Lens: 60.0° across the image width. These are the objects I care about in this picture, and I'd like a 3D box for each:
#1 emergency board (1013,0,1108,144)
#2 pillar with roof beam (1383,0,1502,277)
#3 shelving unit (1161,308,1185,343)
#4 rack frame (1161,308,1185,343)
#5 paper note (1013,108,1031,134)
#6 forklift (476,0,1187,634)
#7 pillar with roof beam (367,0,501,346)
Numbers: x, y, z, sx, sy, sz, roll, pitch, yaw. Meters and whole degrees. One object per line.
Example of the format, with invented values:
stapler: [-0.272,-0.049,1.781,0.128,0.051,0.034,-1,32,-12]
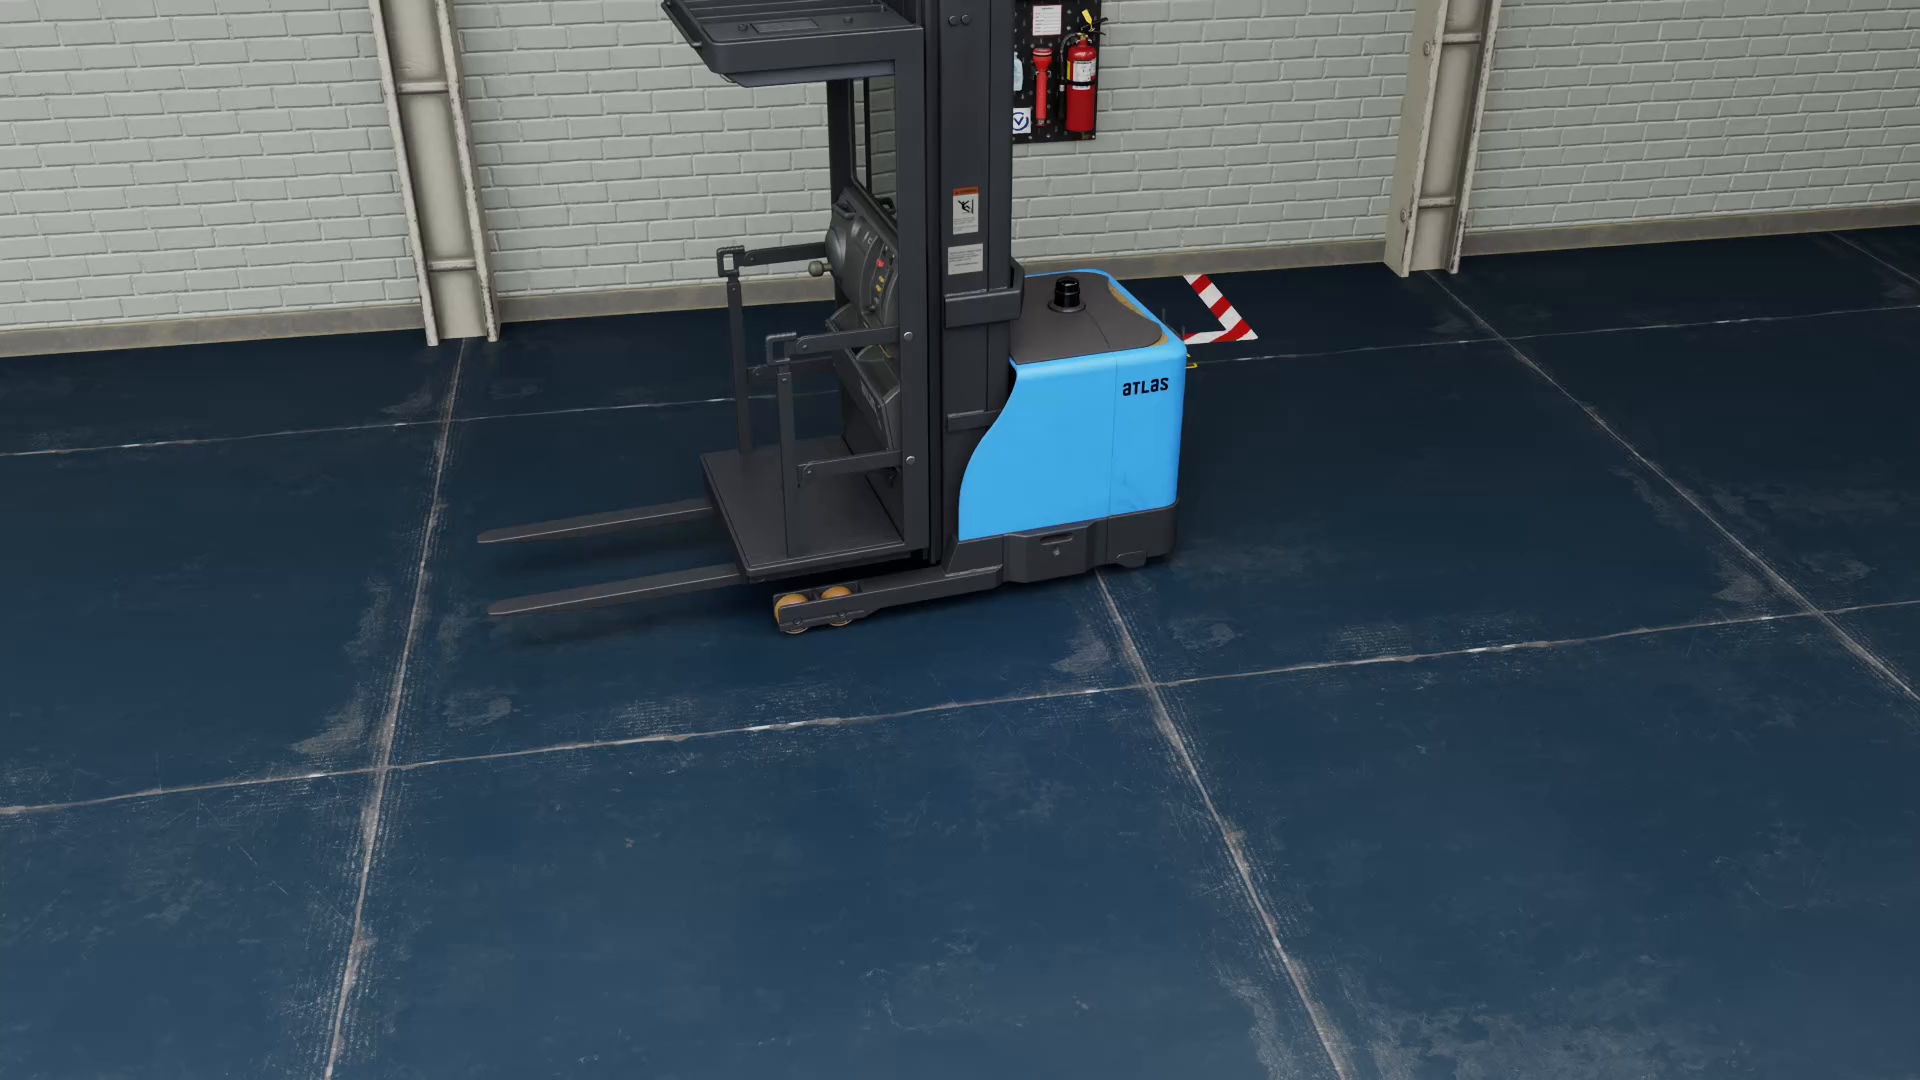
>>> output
emergency board: [0.538,-2.859,9.652,0.643,1.169,0.194,-5,31,-9]
pillar with roof beam: [3.751,-3.505,4.833,0.400,9.000,9.100,-5,31,-9]
shelving unit: [0.896,-0.631,7.936,0.210,0.900,0.258,-9,32,-15]
rack frame: [0.993,-0.647,7.963,0.006,0.900,0.240,-9,32,-15]
paper note: [0.351,-2.497,9.907,0.142,0.148,0.016,-5,31,-9]
forklift: [-0.592,-1.166,6.841,3.031,2.935,1.130,-9,32,-15]
pillar with roof beam: [-2.151,-2.957,3.901,0.400,9.000,9.100,-5,31,-9]
